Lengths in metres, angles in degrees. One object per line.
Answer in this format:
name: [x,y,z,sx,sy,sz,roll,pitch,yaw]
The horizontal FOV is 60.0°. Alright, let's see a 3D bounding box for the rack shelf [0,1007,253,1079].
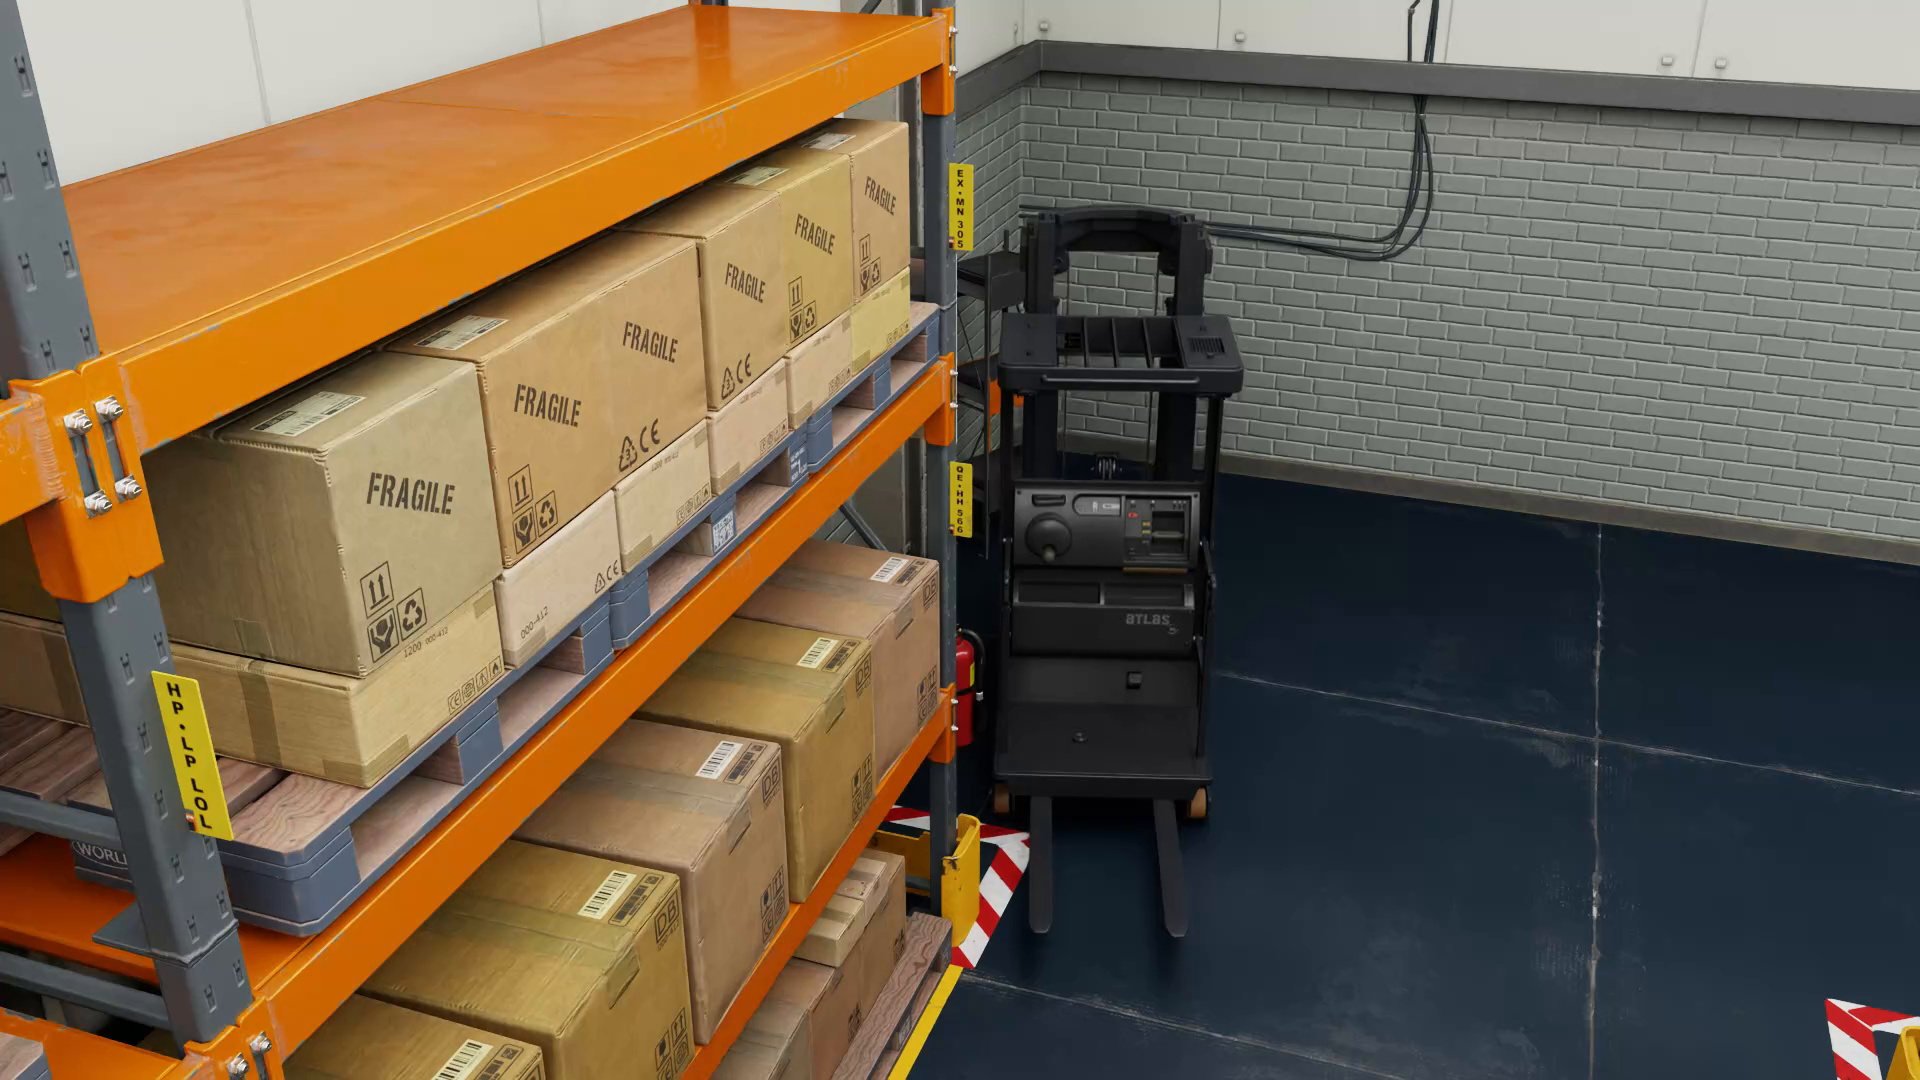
rack shelf: [-2.503,1.819,1.657,1.077,0.370,4.000,9,27,17]

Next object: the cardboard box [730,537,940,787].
cardboard box: [-0.666,0.456,6.745,0.980,0.700,0.700,10,28,20]

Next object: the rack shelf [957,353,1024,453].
rack shelf: [0.237,-0.934,11.025,0.480,0.518,0.431,-21,33,-36]

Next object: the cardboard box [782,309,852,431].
cardboard box: [-0.672,-0.583,5.369,0.500,0.250,0.500,8,27,15]

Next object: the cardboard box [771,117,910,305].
cardboard box: [-0.492,-1.134,5.646,0.500,0.500,0.500,9,27,17]

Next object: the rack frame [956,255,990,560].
rack frame: [0.052,-0.877,10.876,0.015,2.100,0.400,-21,33,-36]

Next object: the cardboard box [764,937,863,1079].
cardboard box: [-0.811,1.824,6.651,0.700,0.500,0.500,9,27,17]

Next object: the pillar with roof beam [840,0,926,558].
pillar with roof beam: [3.636,-2.931,7.200,9.100,9.000,0.400,9,27,17]

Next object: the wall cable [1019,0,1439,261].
wall cable: [1.713,-3.195,11.309,3.097,2.526,0.112,9,27,17]

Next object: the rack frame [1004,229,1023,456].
rack frame: [0.422,-1.016,11.162,0.015,2.100,0.400,-21,33,-36]

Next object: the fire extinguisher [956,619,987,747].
fire extinguisher: [-0.021,0.588,7.334,0.296,0.674,0.183,9,27,17]

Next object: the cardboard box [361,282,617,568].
cardboard box: [-1.170,-0.295,3.913,0.500,0.500,0.500,8,27,16]

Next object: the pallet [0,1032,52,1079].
pallet: [-2.096,1.144,2.447,0.805,0.209,1.217,8,27,15]

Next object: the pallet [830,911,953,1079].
pallet: [-0.698,1.975,7.152,1.003,0.211,1.213,9,27,17]

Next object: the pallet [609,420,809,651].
pallet: [-1.147,-0.121,4.940,1.003,0.211,1.213,9,27,17]

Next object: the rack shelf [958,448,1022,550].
rack shelf: [0.237,-0.304,11.330,0.480,0.518,0.431,-21,33,-36]

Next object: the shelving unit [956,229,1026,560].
shelving unit: [0.237,-0.946,11.019,0.503,2.100,0.431,-21,33,-36]

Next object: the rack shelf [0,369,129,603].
rack shelf: [-2.503,0.649,1.091,1.077,0.370,4.000,9,27,17]

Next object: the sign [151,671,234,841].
sign: [-1.322,0.374,2.862,0.100,0.325,0.005,9,27,17]

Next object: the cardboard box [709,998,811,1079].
cardboard box: [-0.978,2.031,6.224,0.700,0.500,0.500,8,27,16]

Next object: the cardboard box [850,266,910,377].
cardboard box: [-0.499,-0.797,5.811,0.500,0.250,0.500,10,27,19]

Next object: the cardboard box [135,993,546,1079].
cardboard box: [-1.641,1.668,4.242,0.980,0.700,0.700,9,27,18]

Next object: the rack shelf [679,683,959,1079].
rack shelf: [-1.172,1.526,5.706,1.077,0.370,4.000,9,27,17]

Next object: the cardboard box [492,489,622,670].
cardboard box: [-1.176,0.054,4.053,0.500,0.250,0.500,8,27,16]

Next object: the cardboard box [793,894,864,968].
cardboard box: [-0.600,1.511,6.554,0.380,0.149,0.250,9,27,19]

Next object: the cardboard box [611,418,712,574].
cardboard box: [-1.012,-0.158,4.491,0.500,0.250,0.500,8,27,16]

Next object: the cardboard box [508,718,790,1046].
cardboard box: [-1.160,1.069,5.480,0.980,0.700,0.700,7,27,15]

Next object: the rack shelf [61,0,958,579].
rack shelf: [-1.172,-0.994,4.486,1.077,0.370,4.000,9,27,17]

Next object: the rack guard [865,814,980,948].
rack guard: [-0.498,1.495,7.812,1.175,0.500,0.348,9,27,17]

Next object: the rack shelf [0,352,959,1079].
rack shelf: [-1.172,0.176,5.052,1.077,0.370,4.000,9,27,17]

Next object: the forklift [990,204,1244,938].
forklift: [0.730,-0.032,8.177,1.130,2.935,3.031,1,26,2]

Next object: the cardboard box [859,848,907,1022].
cardboard box: [-0.645,1.618,7.076,0.700,0.500,0.500,9,27,17]

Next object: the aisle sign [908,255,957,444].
aisle sign: [-0.199,-0.776,6.651,0.394,0.787,0.004,9,27,17]

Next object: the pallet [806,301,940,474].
pallet: [-0.743,-0.624,5.979,1.003,0.211,1.213,9,27,17]

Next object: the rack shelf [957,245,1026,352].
rack shelf: [0.237,-1.564,10.720,0.480,0.518,0.431,-21,33,-36]

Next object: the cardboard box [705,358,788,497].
cardboard box: [-0.840,-0.368,4.926,0.500,0.250,0.500,8,27,16]

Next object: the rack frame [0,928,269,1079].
rack frame: [-1.837,2.024,3.851,1.000,3.000,0.127,9,27,17]

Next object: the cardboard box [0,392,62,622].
cardboard box: [-1.825,-0.151,3.616,0.500,0.500,0.500,9,27,17]

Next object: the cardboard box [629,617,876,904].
cardboard box: [-0.898,0.757,6.124,0.980,0.700,0.700,9,27,17]

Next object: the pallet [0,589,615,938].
pallet: [-1.555,0.379,3.908,1.003,0.211,1.213,9,27,17]

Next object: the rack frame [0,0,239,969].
rack frame: [-1.837,-0.676,2.544,1.000,3.000,0.127,9,27,17]

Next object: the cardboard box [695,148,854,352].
cardboard box: [-0.669,-0.930,5.224,0.500,0.500,0.500,10,27,19]

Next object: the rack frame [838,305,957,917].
rack frame: [-0.506,0.380,7.246,1.000,3.000,0.127,9,27,17]

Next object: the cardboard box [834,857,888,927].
cardboard box: [-0.516,1.406,6.771,0.380,0.149,0.250,8,27,17]

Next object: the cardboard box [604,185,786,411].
cardboard box: [-0.835,-0.714,4.779,0.500,0.500,0.500,8,27,15]

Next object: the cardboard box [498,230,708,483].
cardboard box: [-1.011,-0.498,4.334,0.500,0.500,0.500,9,27,18]

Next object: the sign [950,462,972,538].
sign: [0.001,-0.163,6.768,0.100,0.325,0.005,9,27,17]

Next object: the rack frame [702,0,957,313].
rack frame: [-0.506,-2.320,5.939,1.000,3.000,0.127,9,27,17]

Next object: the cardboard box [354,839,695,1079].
cardboard box: [-1.393,1.369,4.860,0.980,0.700,0.700,8,27,16]

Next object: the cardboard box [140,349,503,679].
cardboard box: [-1.335,-0.083,3.475,0.500,0.500,0.500,8,27,17]

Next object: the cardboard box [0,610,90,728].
cardboard box: [-1.831,0.192,3.768,0.500,0.250,0.500,9,27,18]

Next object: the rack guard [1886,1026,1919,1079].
rack guard: [4.141,2.253,6.246,1.175,0.500,0.348,9,27,17]

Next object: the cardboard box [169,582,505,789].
cardboard box: [-1.359,0.262,3.625,0.500,0.250,0.500,9,27,17]

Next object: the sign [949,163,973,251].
sign: [0.001,-1.248,6.243,0.100,0.325,0.005,9,27,17]
